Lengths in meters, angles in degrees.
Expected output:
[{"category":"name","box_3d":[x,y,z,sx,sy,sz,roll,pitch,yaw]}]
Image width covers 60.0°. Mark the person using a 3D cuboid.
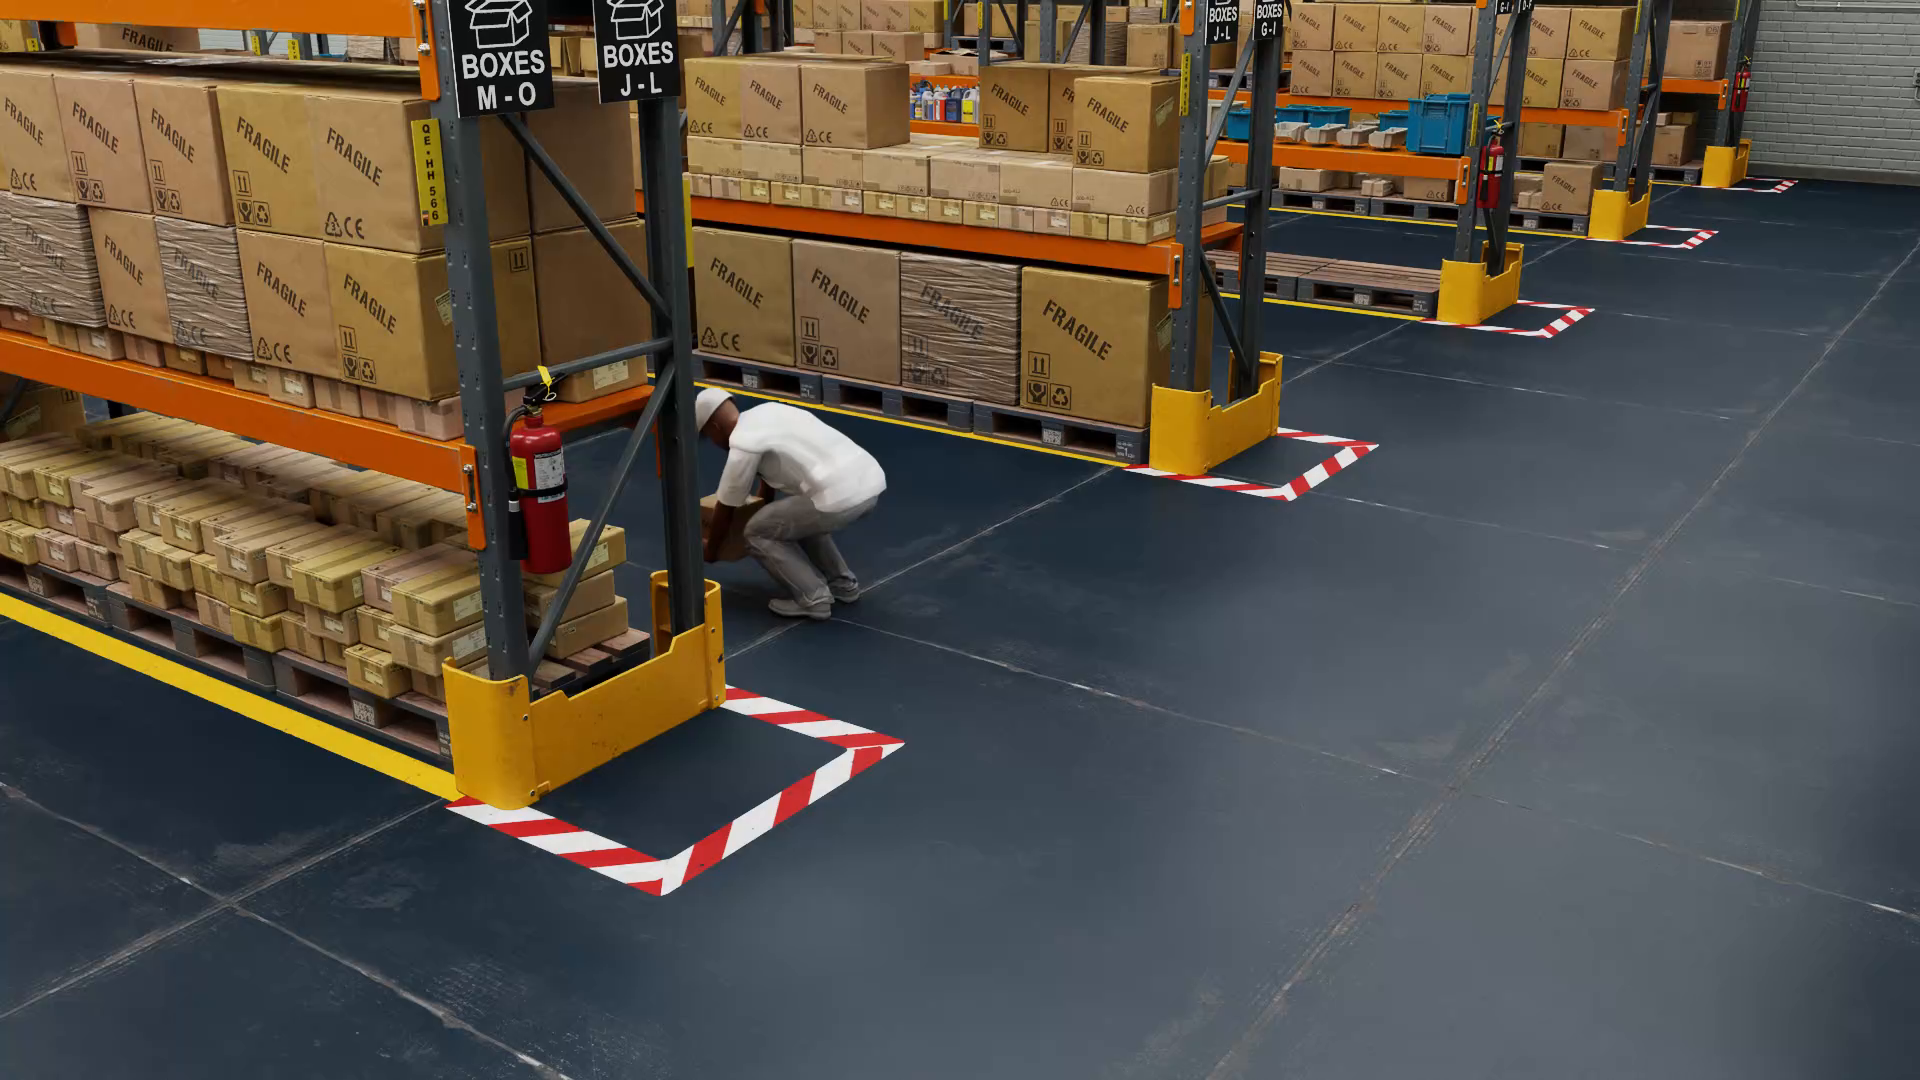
[{"category":"person","box_3d":[-0.813,-0.179,7.669,0.924,1.011,0.532,8,21,22]}]
